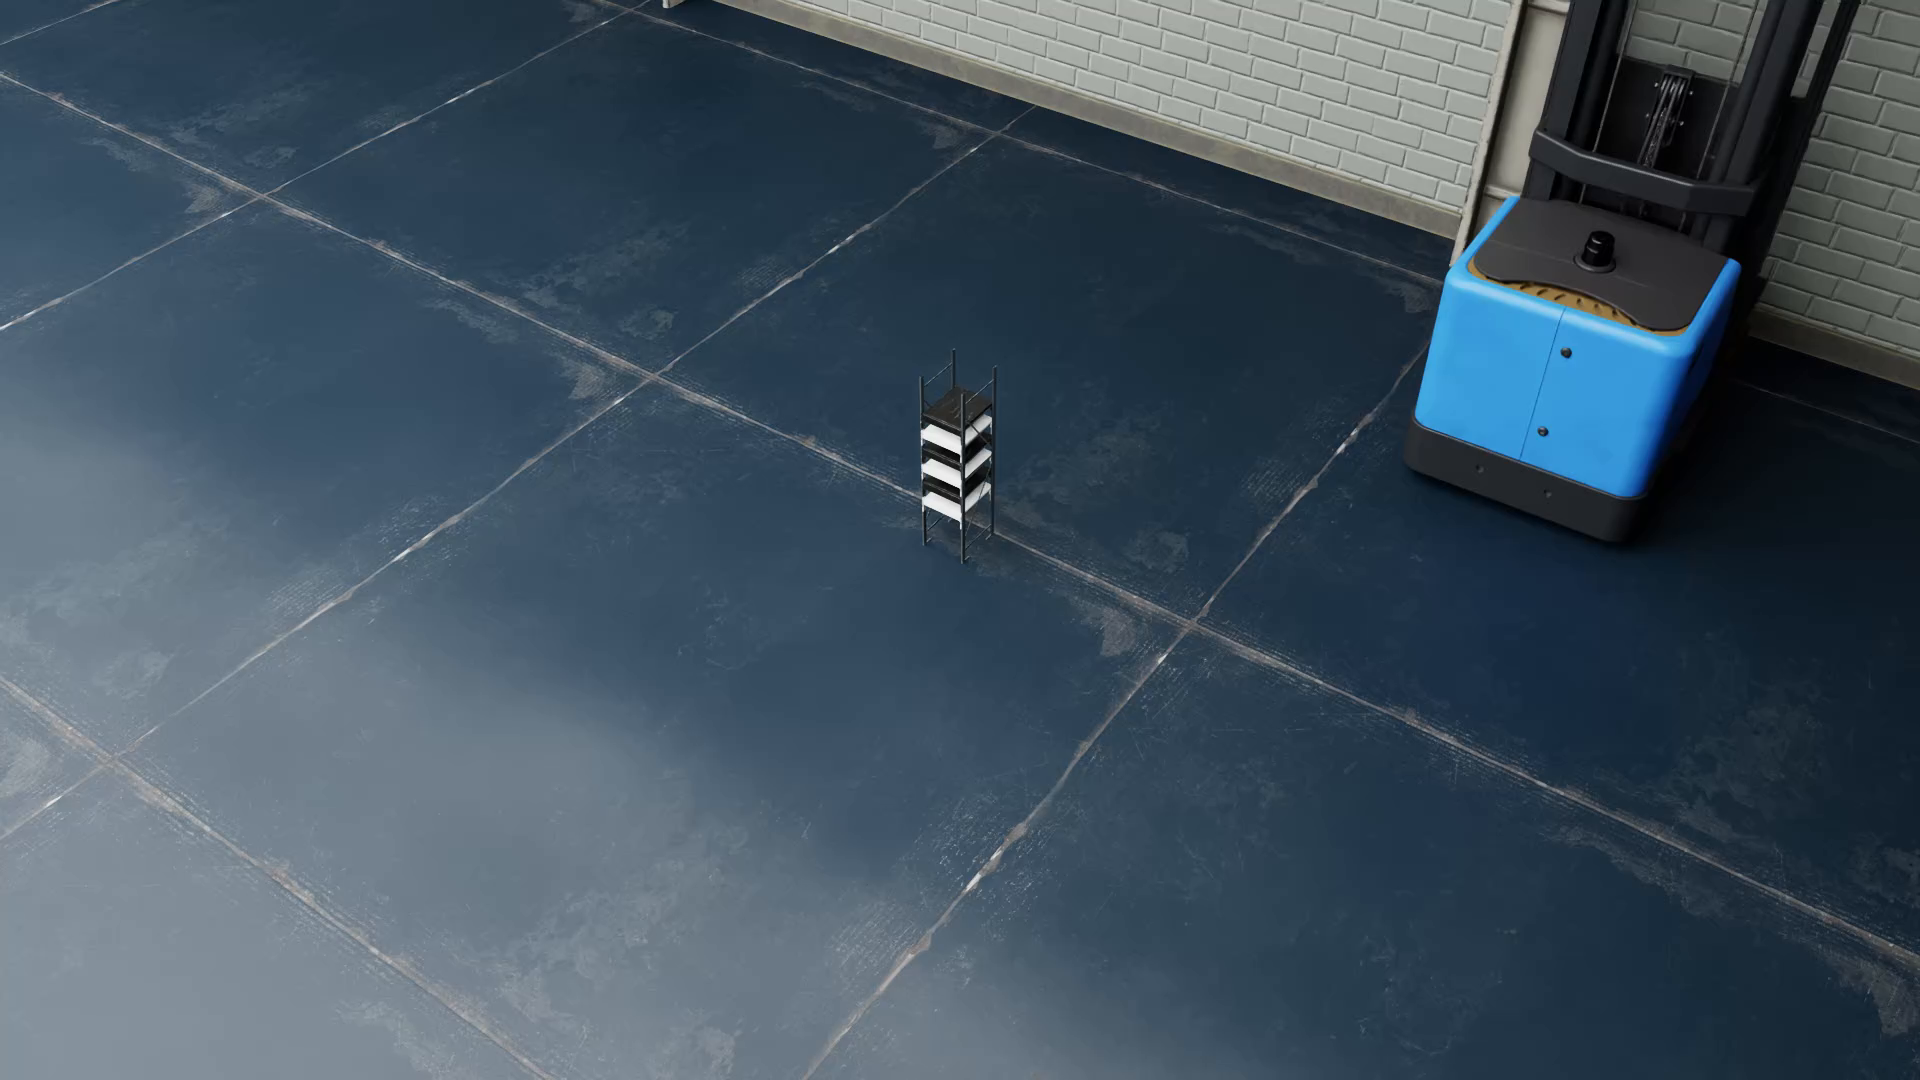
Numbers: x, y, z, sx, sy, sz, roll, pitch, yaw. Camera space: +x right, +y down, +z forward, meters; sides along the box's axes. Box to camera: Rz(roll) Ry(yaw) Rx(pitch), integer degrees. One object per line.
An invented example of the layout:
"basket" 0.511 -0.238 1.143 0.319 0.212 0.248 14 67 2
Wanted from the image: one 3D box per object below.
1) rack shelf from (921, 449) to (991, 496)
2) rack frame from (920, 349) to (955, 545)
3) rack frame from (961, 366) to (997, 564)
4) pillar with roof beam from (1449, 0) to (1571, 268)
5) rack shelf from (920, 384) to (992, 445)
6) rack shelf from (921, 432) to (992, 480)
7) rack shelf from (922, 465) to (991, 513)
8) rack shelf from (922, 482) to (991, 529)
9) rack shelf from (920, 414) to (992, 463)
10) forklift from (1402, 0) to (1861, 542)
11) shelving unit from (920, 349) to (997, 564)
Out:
"rack shelf" -0.007 -0.314 6.976 0.200 0.077 0.258 25 48 25
"rack frame" -0.090 -0.377 6.997 0.006 0.900 0.240 25 48 25
"rack frame" 0.077 -0.300 6.910 0.006 0.900 0.240 25 48 25
"pillar with roof beam" 0.390 -2.470 3.261 0.400 9.000 9.100 25 48 25
"rack shelf" -0.007 -0.515 6.796 0.200 0.077 0.258 25 48 25
"rack shelf" -0.007 -0.381 6.916 0.200 0.077 0.258 25 48 25
"rack shelf" -0.007 -0.247 7.036 0.200 0.077 0.258 25 48 25
"rack shelf" -0.007 -0.179 7.096 0.200 0.077 0.258 25 48 25
"rack shelf" -0.007 -0.448 6.856 0.200 0.077 0.258 25 48 25
"forklift" 3.241 -2.036 7.328 1.130 2.935 3.031 24 47 24
"shelving unit" -0.007 -0.338 6.953 0.210 0.900 0.258 25 48 25
